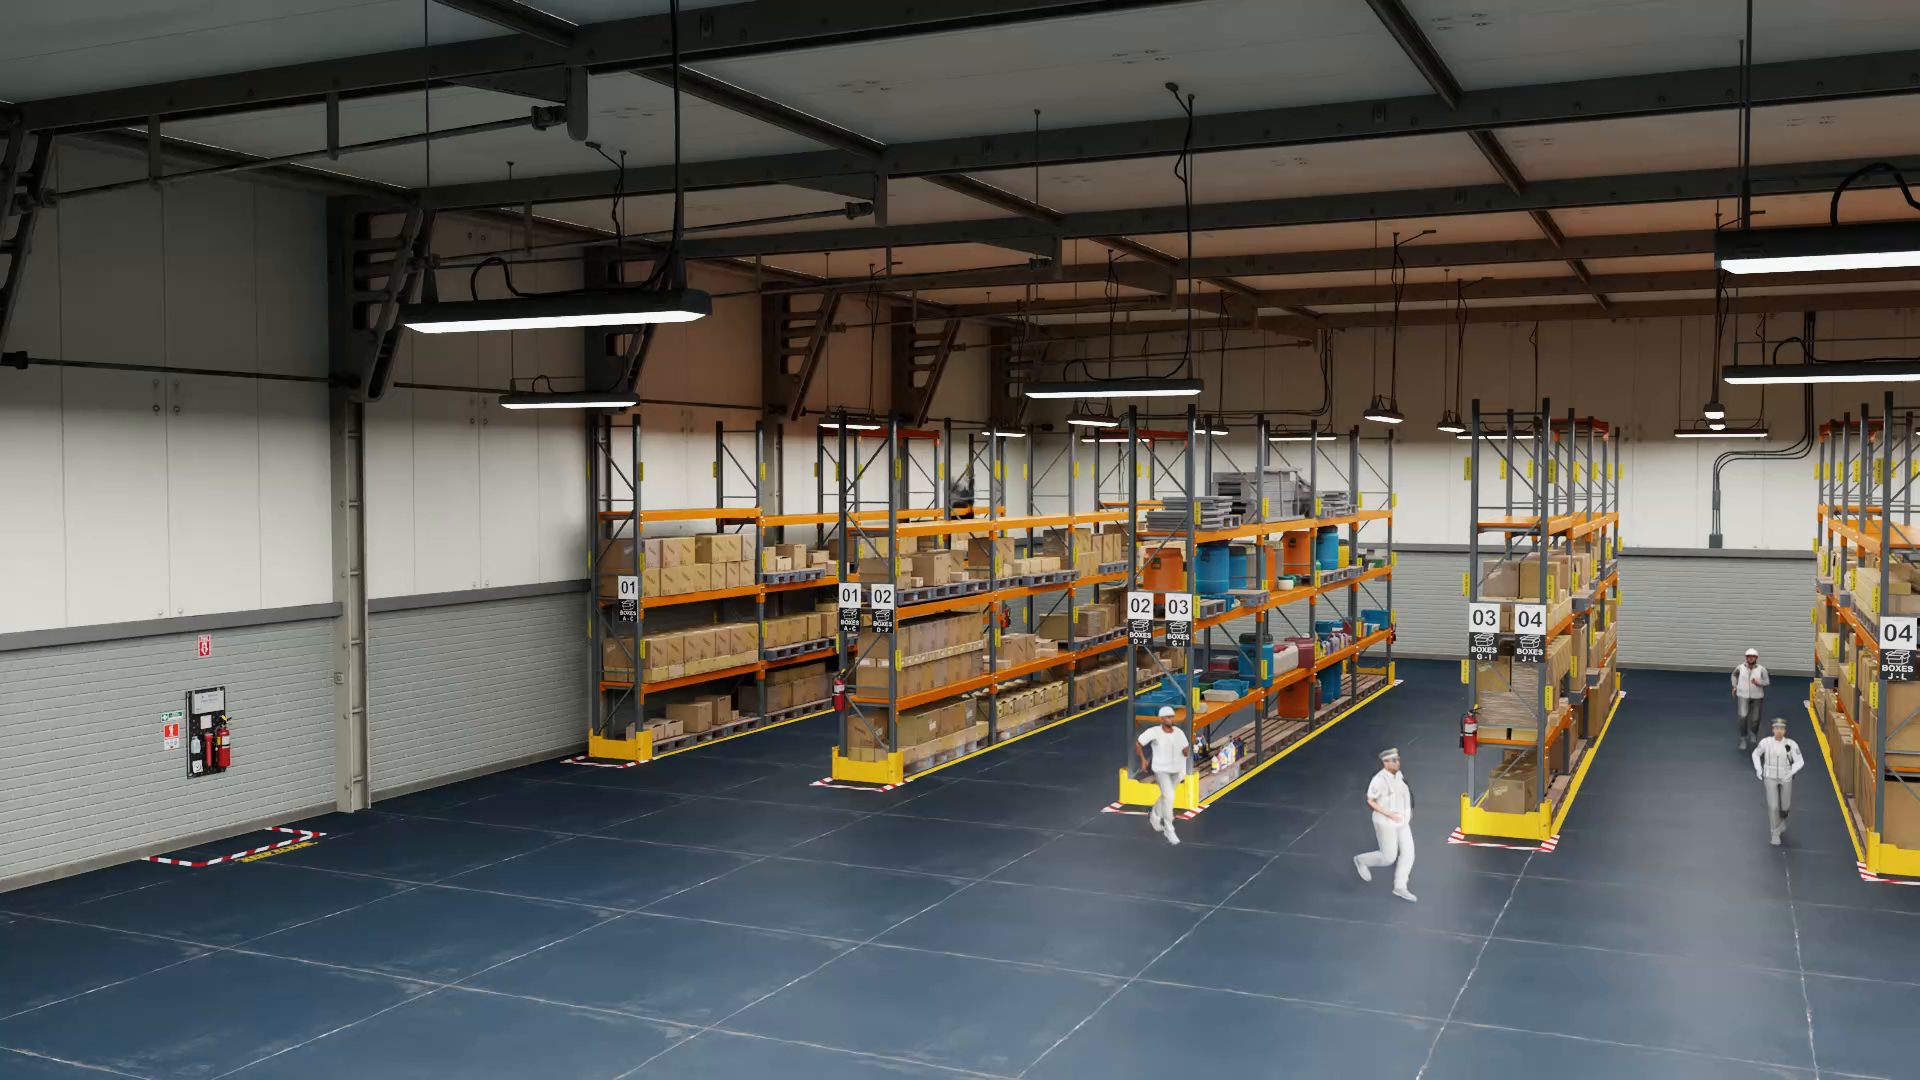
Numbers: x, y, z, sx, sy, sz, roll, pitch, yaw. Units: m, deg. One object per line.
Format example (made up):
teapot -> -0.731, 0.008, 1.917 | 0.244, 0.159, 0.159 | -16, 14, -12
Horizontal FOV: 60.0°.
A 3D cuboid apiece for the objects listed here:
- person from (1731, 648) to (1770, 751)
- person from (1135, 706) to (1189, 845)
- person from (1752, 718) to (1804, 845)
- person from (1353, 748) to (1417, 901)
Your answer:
person -> 14.306, 2.876, 30.108 | 0.630, 1.831, 0.776 | 1, 3, 25
person -> 2.808, 3.168, 22.668 | 0.685, 1.808, 0.843 | -1, 3, -31
person -> 11.091, 3.237, 22.565 | 0.637, 1.686, 0.717 | 1, 3, 25
person -> 5.069, 3.331, 19.671 | 0.663, 1.768, 0.816 | -2, 3, -38
